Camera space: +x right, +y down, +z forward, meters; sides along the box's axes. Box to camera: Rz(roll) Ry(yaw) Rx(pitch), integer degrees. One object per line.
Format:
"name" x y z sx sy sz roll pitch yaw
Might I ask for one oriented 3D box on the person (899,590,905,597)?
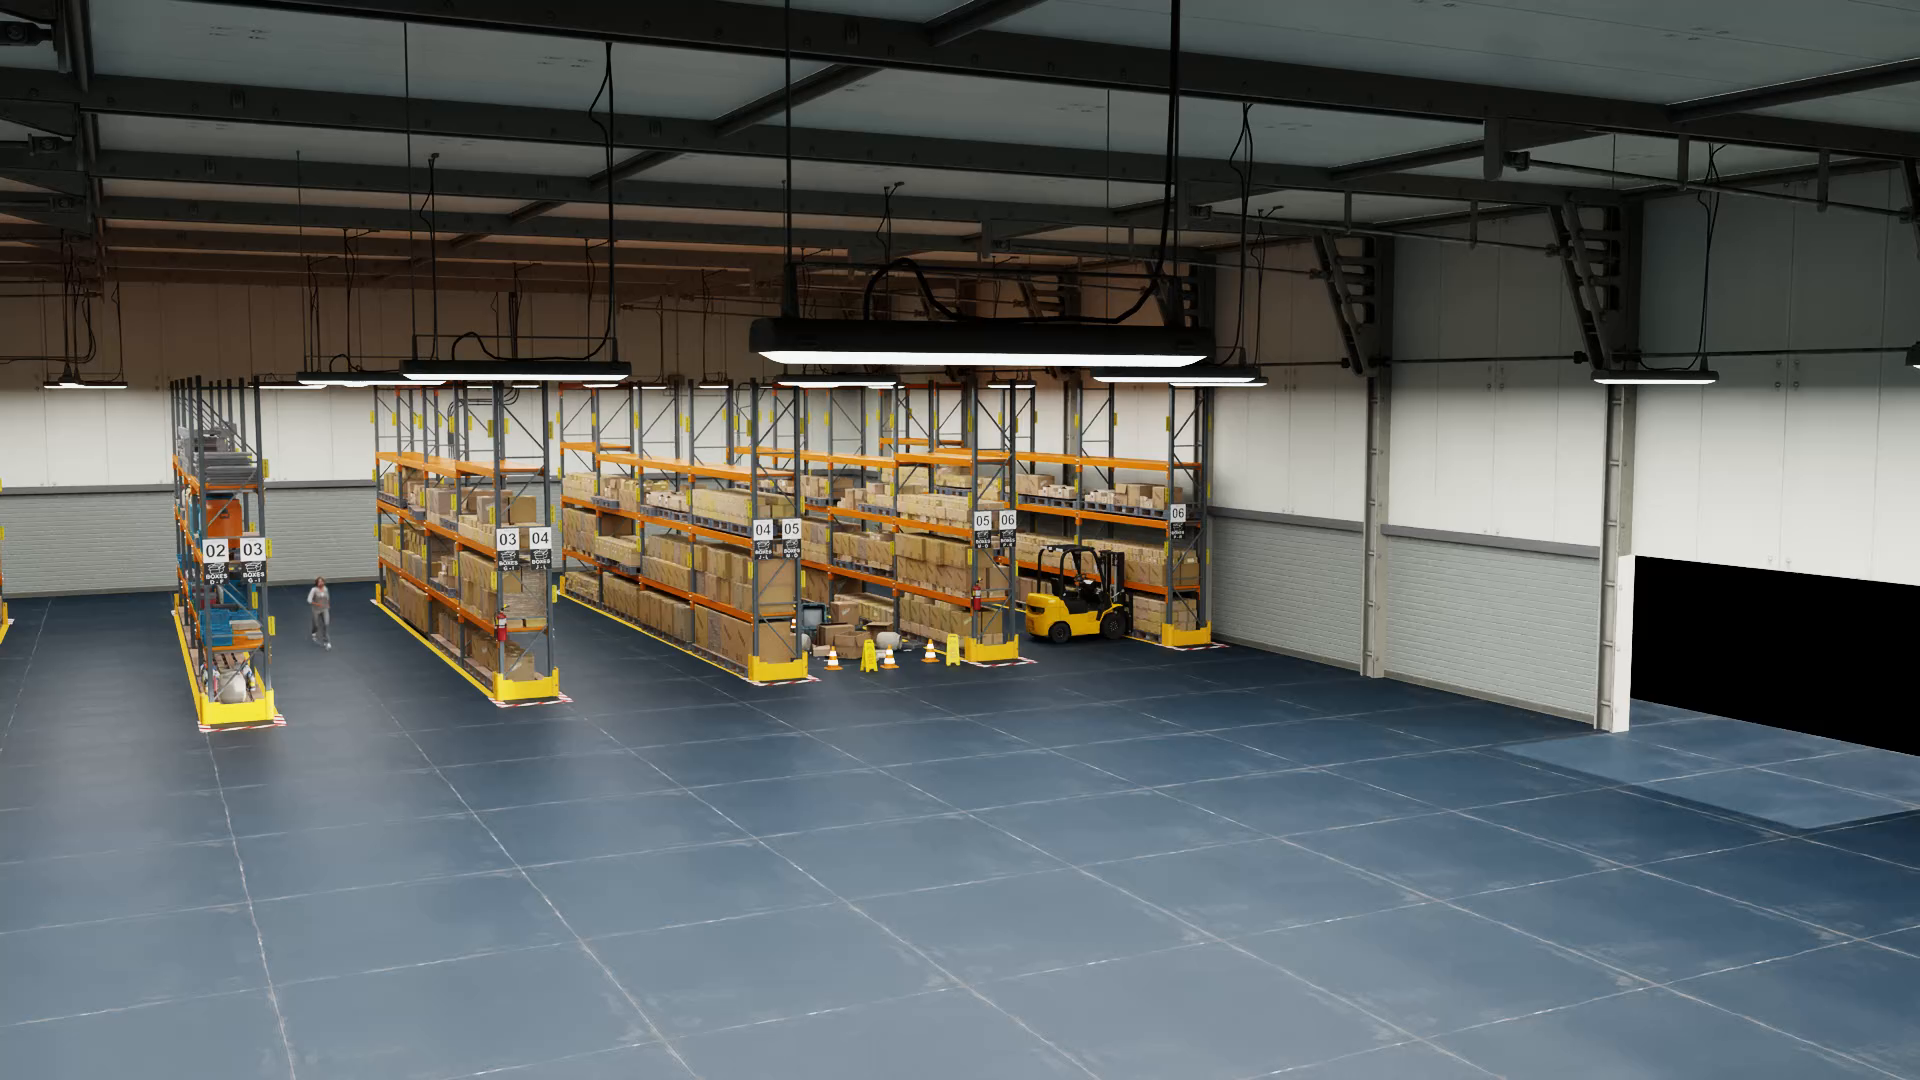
"person" -1.371 0.903 43.738 0.716 1.647 1.049 -2 6 -26

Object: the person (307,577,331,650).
"person" -14.365 1.624 37.259 0.507 1.600 1.033 -3 6 -34
